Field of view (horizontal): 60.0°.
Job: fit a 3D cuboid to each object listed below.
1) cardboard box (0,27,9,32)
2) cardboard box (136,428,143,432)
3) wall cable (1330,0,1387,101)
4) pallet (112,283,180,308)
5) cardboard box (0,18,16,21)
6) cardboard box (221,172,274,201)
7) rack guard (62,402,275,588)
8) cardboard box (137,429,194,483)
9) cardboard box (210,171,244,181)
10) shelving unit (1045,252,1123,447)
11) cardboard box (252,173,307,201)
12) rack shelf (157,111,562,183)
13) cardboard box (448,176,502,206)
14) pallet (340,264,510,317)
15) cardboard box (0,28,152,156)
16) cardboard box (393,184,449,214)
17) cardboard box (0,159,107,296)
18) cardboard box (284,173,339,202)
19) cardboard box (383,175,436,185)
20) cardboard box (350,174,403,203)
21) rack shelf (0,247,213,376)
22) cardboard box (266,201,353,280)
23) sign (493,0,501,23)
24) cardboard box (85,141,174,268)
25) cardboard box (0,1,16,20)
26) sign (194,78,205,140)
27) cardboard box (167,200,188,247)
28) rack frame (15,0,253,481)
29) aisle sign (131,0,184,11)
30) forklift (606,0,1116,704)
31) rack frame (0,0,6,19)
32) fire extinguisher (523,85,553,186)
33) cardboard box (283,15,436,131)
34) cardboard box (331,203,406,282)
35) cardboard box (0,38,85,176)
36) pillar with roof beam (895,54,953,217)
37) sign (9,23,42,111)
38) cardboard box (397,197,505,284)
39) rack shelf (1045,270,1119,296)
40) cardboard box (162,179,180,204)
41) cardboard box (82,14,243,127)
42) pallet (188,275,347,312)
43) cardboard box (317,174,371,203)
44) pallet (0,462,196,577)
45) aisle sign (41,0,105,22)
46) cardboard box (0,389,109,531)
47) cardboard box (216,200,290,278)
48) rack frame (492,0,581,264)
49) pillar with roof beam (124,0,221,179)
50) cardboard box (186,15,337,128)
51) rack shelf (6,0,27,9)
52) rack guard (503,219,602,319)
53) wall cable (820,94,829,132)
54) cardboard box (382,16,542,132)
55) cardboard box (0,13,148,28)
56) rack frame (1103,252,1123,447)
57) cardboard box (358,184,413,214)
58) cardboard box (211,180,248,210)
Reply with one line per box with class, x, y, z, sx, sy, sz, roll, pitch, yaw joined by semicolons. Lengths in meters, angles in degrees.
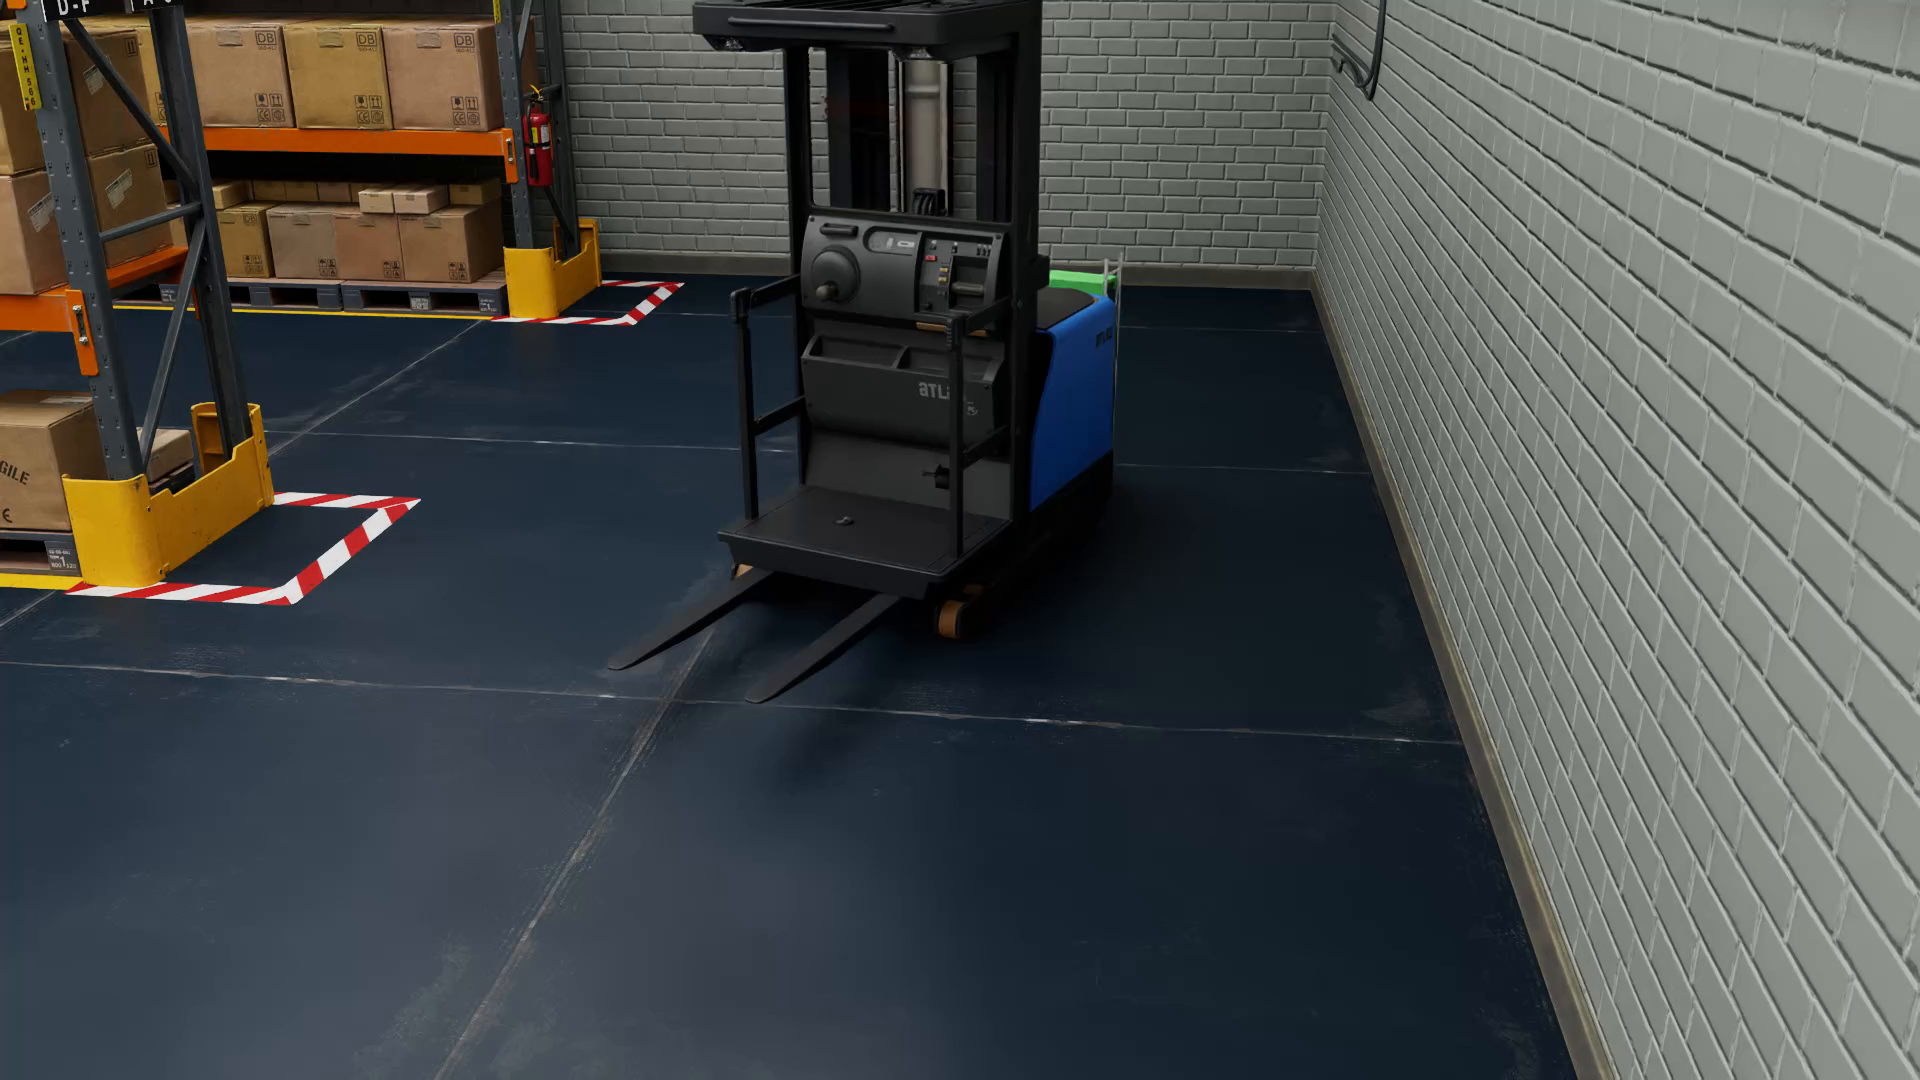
cardboard box;-4.559;-2.043;7.533;0.500;0.500;0.500;3;22;7
cardboard box;-4.253;-0.438;8.223;0.250;0.166;0.380;2;22;6
wall cable;2.524;-4.176;10.487;0.112;2.526;3.097;2;22;6
pallet;-6.277;-2.020;12.763;1.213;0.211;1.003;2;22;6
cardboard box;-7.450;-3.684;12.612;0.500;0.500;0.500;2;22;4
cardboard box;-5.377;-2.677;12.579;0.250;0.149;0.380;3;22;7
rack guard;-3.705;-0.237;7.860;0.348;0.500;1.175;2;22;6
cardboard box;-4.005;-0.419;8.199;0.250;0.149;0.380;2;22;6
cardboard box;-5.628;-2.689;12.607;0.250;0.149;0.380;2;22;5
shelving unit;0.524;-0.873;8.499;0.503;1.200;0.258;9;20;22
cardboard box;-5.120;-2.667;12.551;0.250;0.149;0.380;2;22;5
rack shelf;-5.037;-2.957;12.319;4.000;0.370;1.077;2;22;6
cardboard box;-3.610;-2.601;12.386;0.250;0.149;0.380;3;22;7
pallet;-3.854;-1.915;12.496;1.213;0.211;1.003;2;22;6
cardboard box;-4.039;-2.024;7.482;0.500;0.500;0.500;3;22;8
cardboard box;-3.906;-2.473;12.061;0.250;0.149;0.380;2;22;6
cardboard box;-4.107;-1.363;7.172;0.500;0.500;0.500;3;22;8
cardboard box;-4.869;-2.655;12.523;0.250;0.149;0.380;3;22;7
cardboard box;-4.113;-2.623;12.441;0.250;0.149;0.380;3;22;6
cardboard box;-4.361;-2.634;12.469;0.250;0.149;0.380;3;22;7
rack shelf;-5.616;-1.149;7.744;4.000;0.370;1.077;2;22;6
cardboard box;-4.754;-2.275;12.443;0.500;0.500;0.700;2;22;5
sign;-3.128;-3.656;11.212;0.005;0.325;0.100;2;22;6
cardboard box;-4.039;-1.559;7.666;0.500;0.500;0.500;3;22;7
cardboard box;-7.449;-4.036;12.482;0.500;0.250;0.500;3;22;8
sign;-3.566;-1.997;7.734;0.005;0.325;0.100;2;22;6
cardboard box;-5.794;-2.319;12.553;0.500;0.500;0.700;2;22;6
rack frame;-3.630;-1.397;7.393;0.127;3.000;1.000;2;22;6
aisle sign;-3.527;-2.710;7.178;0.004;0.787;0.394;2;22;6
forklift;-0.342;-1.132;6.817;1.130;2.935;3.031;10;24;24
rack frame;-7.023;-3.378;12.405;0.127;3.000;1.000;2;22;6
fire extinguisher;-2.955;-2.821;11.608;0.183;0.674;0.296;2;22;6
cardboard box;-4.282;-3.391;12.028;0.700;0.700;0.980;2;22;6
cardboard box;-4.254;-2.254;12.389;0.500;0.500;0.700;2;22;6
cardboard box;-4.104;-1.827;6.985;0.500;0.500;0.500;2;22;6
pillar with roof beam;-0.774;-4.622;7.392;0.400;9.000;9.100;2;22;6
sign;-3.715;-1.880;6.611;0.005;0.325;0.100;2;22;6
cardboard box;-3.757;-2.232;12.334;0.500;0.500;0.700;2;22;6
rack shelf;0.532;-1.267;8.364;0.480;0.148;0.258;9;20;22
cardboard box;-5.974;-2.562;12.286;0.250;0.149;0.380;3;22;8
cardboard box;-5.762;-3.455;12.191;0.700;0.700;0.980;2;22;5
pallet;-5.062;-1.968;12.631;1.213;0.211;1.003;2;22;6
cardboard box;-4.614;-2.645;12.496;0.250;0.149;0.380;3;22;7
pallet;-4.497;-0.137;8.000;1.213;0.211;1.003;2;22;6
aisle sign;-3.598;-2.491;6.624;0.004;0.787;0.394;2;22;6
cardboard box;-4.199;-0.372;7.603;0.500;0.500;0.500;2;22;6
cardboard box;-5.284;-2.296;12.495;0.500;0.500;0.700;3;22;8
rack frame;-3.051;-3.205;11.968;0.127;3.000;1.000;2;22;6
pillar with roof beam;-6.732;-4.882;8.049;0.400;9.000;9.100;2;22;6
cardboard box;-5.038;-3.427;12.120;0.700;0.700;0.980;1;22;4
rack shelf;-5.616;-2.544;7.192;4.000;0.370;1.077;2;22;6
rack guard;-3.027;-2.042;12.425;0.348;0.500;1.175;2;22;6
wall cable;-1.668;-3.968;12.514;1.851;1.984;0.084;2;22;6
cardboard box;-3.558;-3.363;11.959;0.700;0.700;0.980;3;22;9
cardboard box;-6.486;-3.488;12.276;0.700;0.700;0.980;3;22;7
rack frame;0.747;-0.837;8.408;0.015;1.200;0.240;9;20;22
cardboard box;-4.160;-2.483;12.088;0.250;0.149;0.380;3;22;8
cardboard box;-5.455;-2.539;12.229;0.250;0.149;0.380;2;22;5
